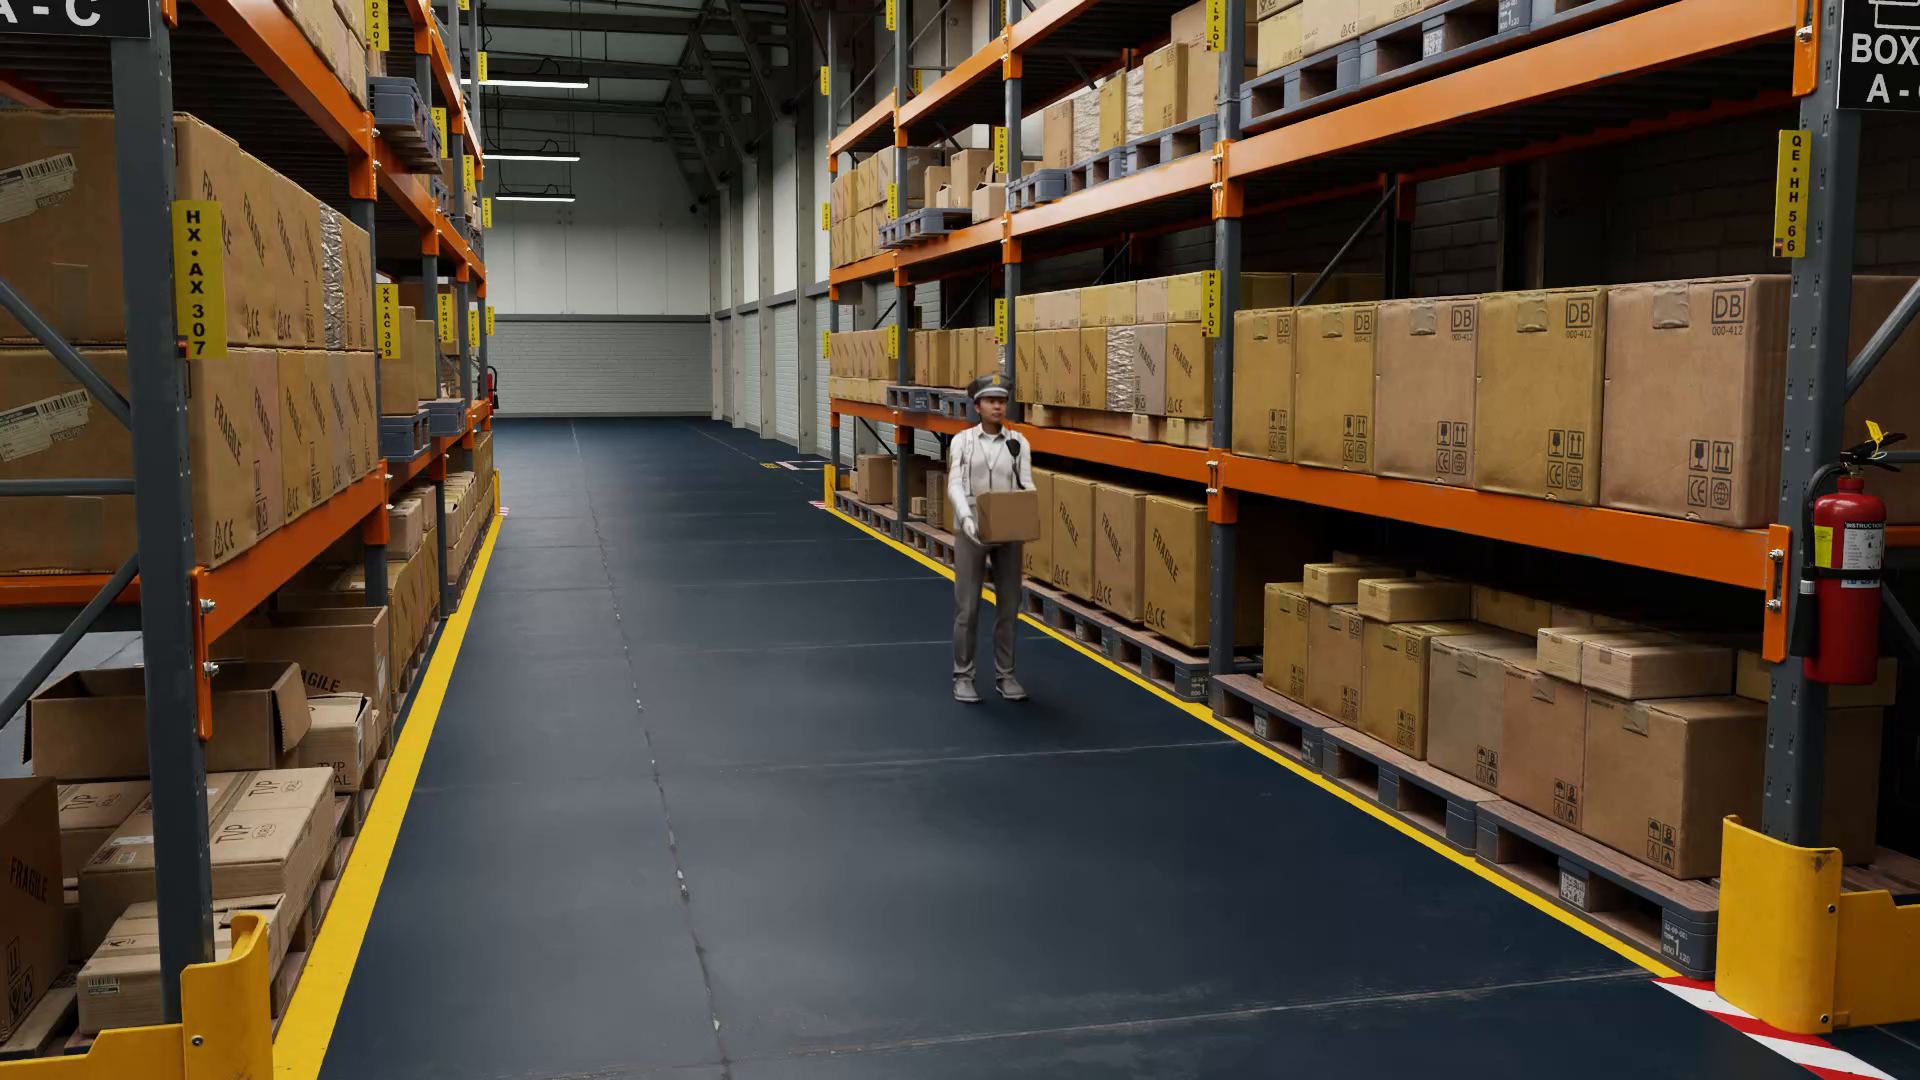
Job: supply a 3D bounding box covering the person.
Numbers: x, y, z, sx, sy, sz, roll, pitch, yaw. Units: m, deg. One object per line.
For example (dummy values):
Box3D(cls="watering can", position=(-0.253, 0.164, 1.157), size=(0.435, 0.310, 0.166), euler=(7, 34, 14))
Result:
Box3D(cls="person", position=(0.171, -0.012, 8.624), size=(0.468, 1.697, 0.552), euler=(-1, 6, -7))
